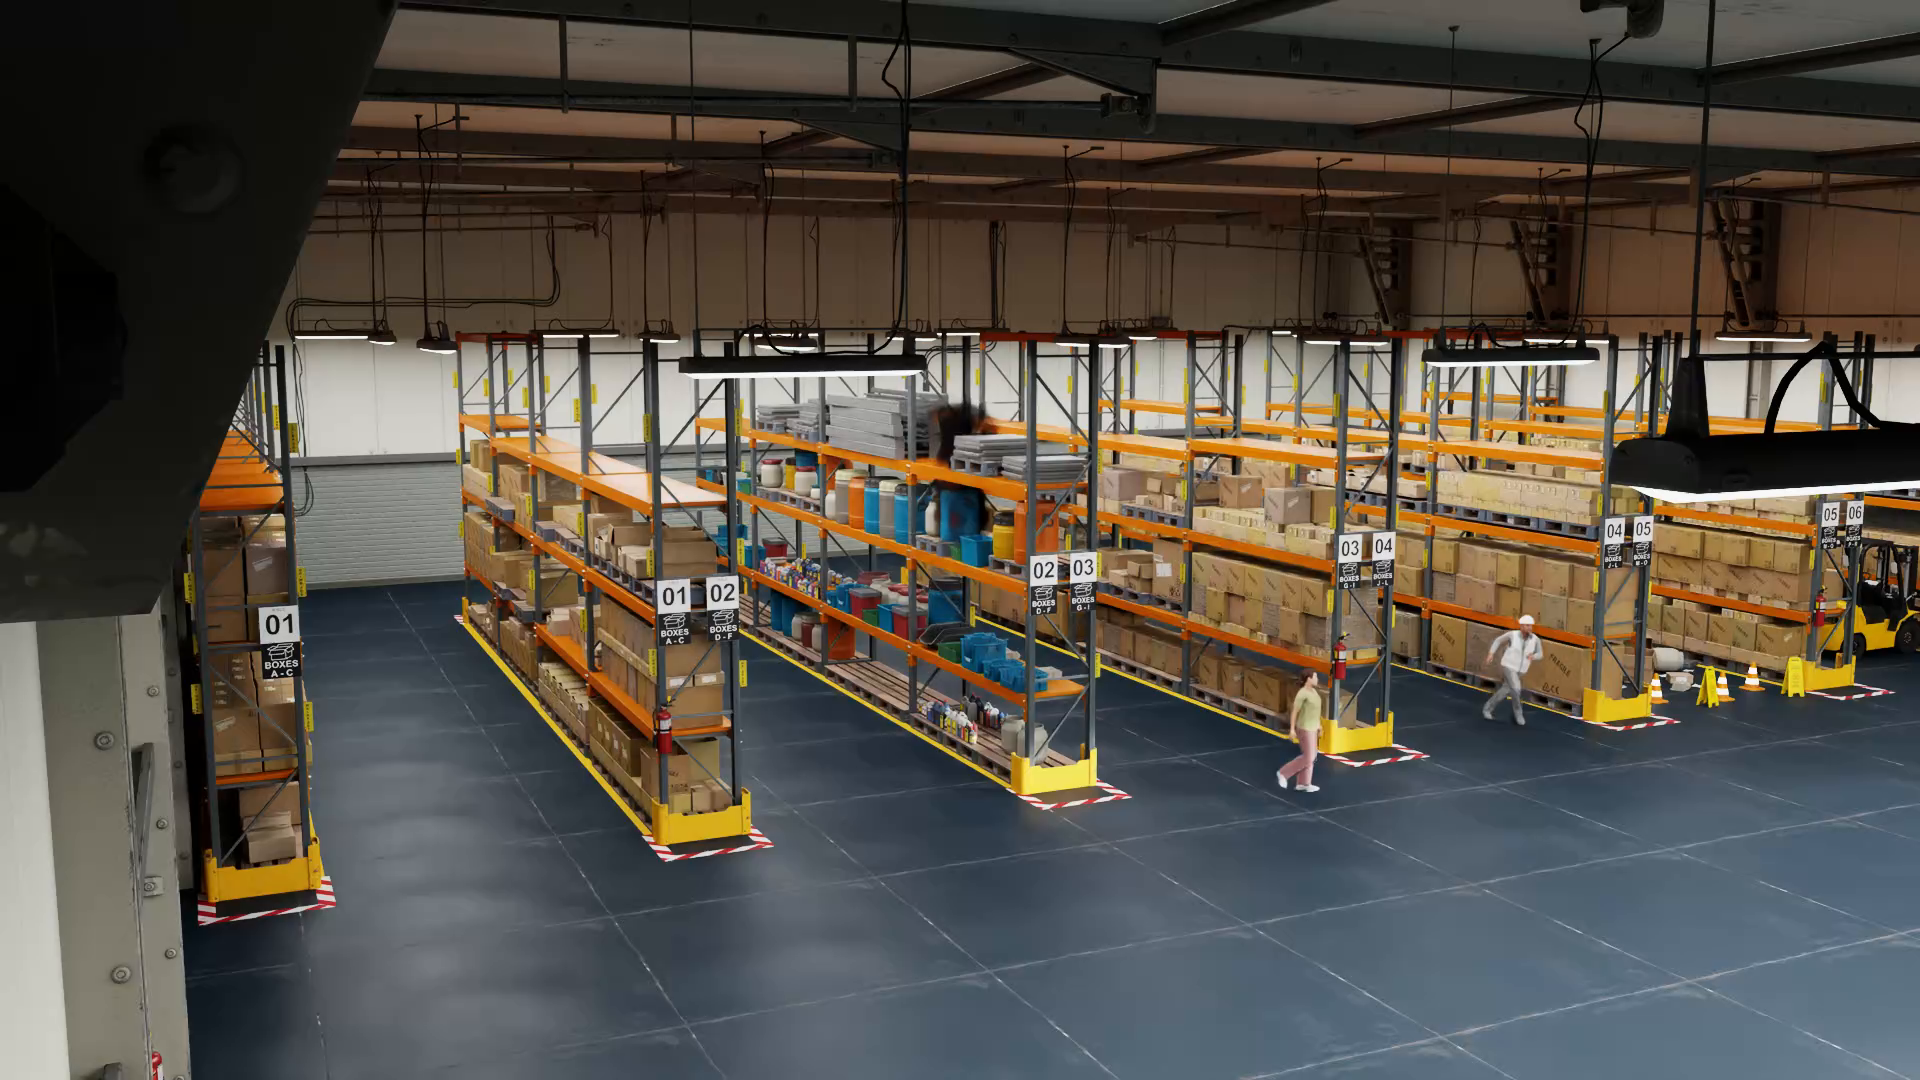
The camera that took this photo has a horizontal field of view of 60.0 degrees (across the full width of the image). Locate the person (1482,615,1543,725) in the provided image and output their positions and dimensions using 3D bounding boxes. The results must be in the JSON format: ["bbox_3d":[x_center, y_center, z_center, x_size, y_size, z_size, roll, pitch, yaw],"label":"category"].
[{"bbox_3d":[8.629,1.992,25.903,0.767,1.692,0.709,-2,8,-16],"label":"person"}]

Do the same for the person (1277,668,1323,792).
[{"bbox_3d":[4.522,2.549,22.141,0.523,1.624,0.595,4,9,29],"label":"person"}]
